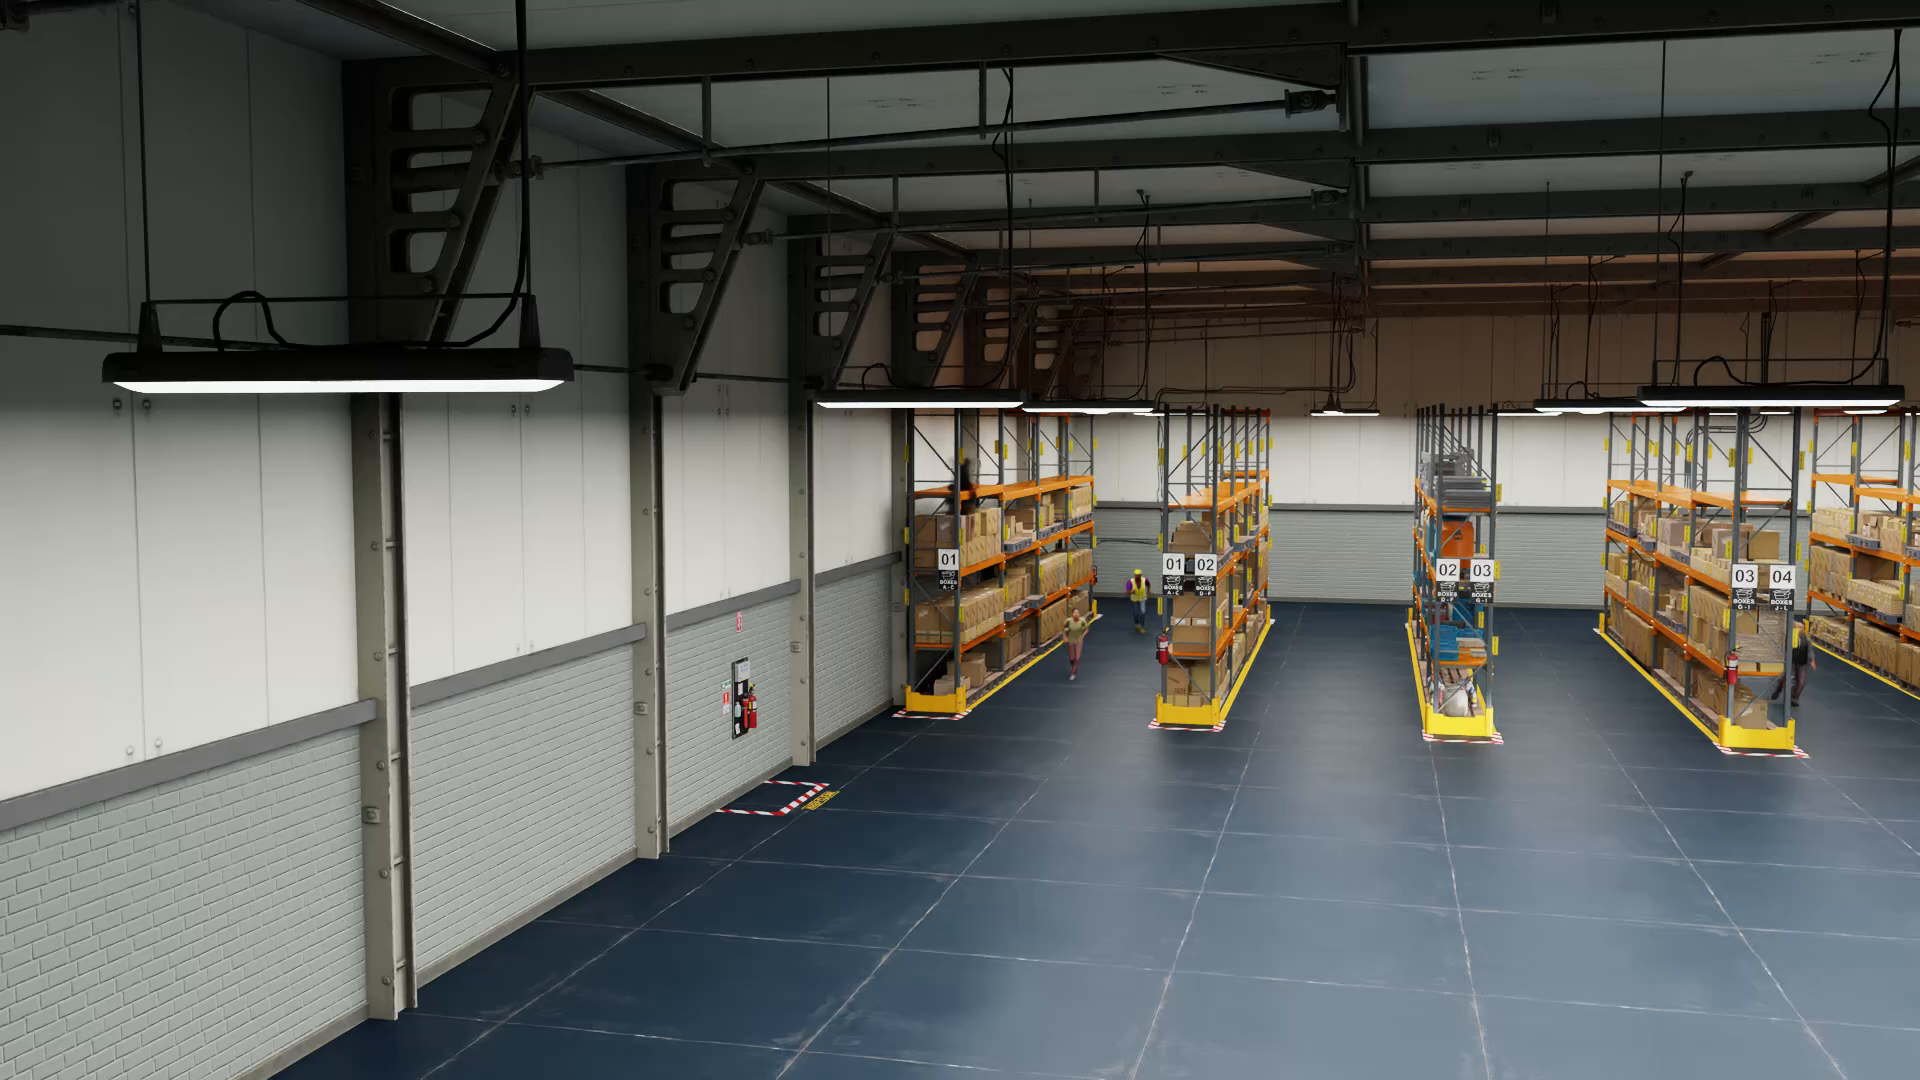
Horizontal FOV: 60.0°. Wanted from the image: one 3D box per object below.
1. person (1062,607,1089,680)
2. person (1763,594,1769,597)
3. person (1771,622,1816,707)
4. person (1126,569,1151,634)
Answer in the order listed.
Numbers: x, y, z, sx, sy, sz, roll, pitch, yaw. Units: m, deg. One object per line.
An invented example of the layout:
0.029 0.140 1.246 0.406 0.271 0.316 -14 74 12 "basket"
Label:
2.541 2.263 36.598 0.556 1.603 0.651 0 4 -4 "person"
20.715 1.790 42.889 0.645 1.713 0.692 1 4 18 "person"
16.602 2.465 33.127 0.695 1.685 0.661 1 4 9 "person"
4.762 1.619 44.364 0.652 1.715 0.980 1 4 8 "person"
